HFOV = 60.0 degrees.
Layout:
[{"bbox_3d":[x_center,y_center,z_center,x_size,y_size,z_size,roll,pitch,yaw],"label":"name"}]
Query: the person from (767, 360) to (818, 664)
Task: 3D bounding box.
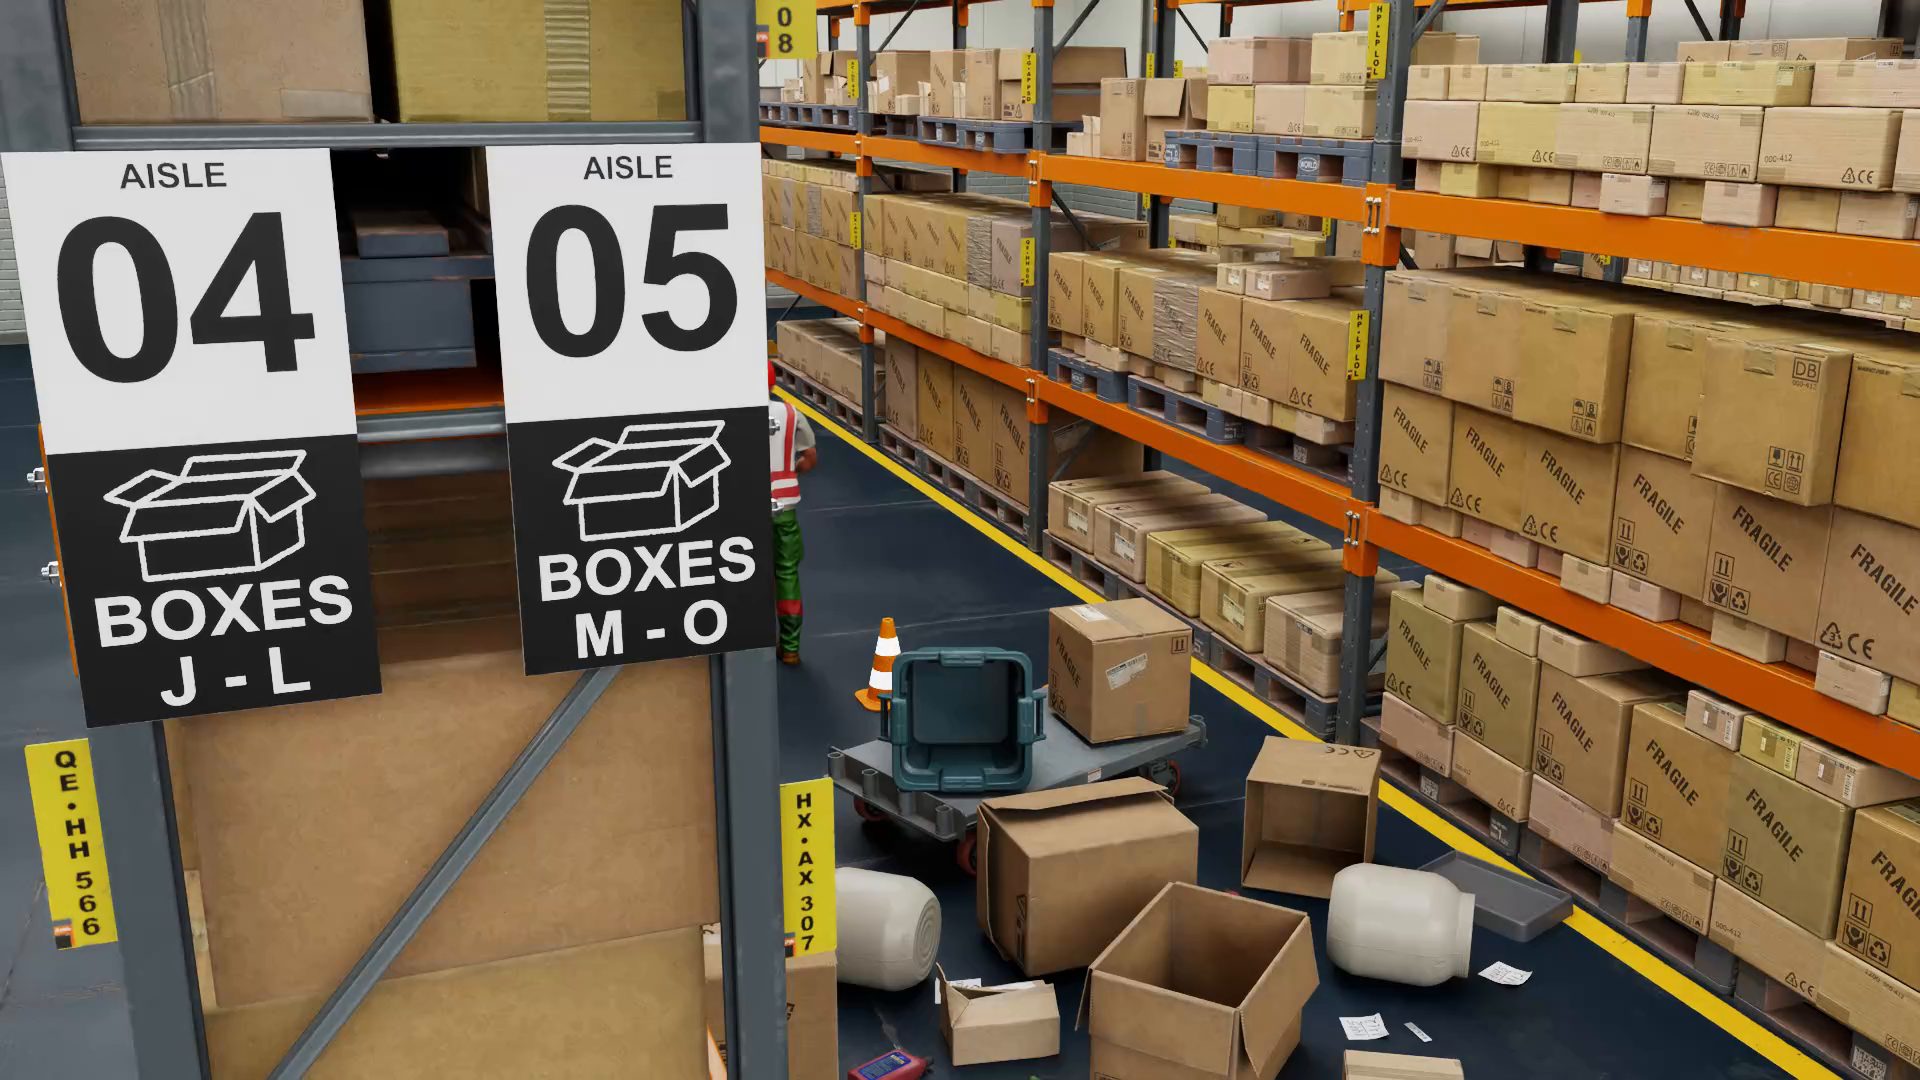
[{"bbox_3d":[-1.172,-0.202,9.780,0.692,1.746,0.735,-5,16,-16],"label":"person"}]
